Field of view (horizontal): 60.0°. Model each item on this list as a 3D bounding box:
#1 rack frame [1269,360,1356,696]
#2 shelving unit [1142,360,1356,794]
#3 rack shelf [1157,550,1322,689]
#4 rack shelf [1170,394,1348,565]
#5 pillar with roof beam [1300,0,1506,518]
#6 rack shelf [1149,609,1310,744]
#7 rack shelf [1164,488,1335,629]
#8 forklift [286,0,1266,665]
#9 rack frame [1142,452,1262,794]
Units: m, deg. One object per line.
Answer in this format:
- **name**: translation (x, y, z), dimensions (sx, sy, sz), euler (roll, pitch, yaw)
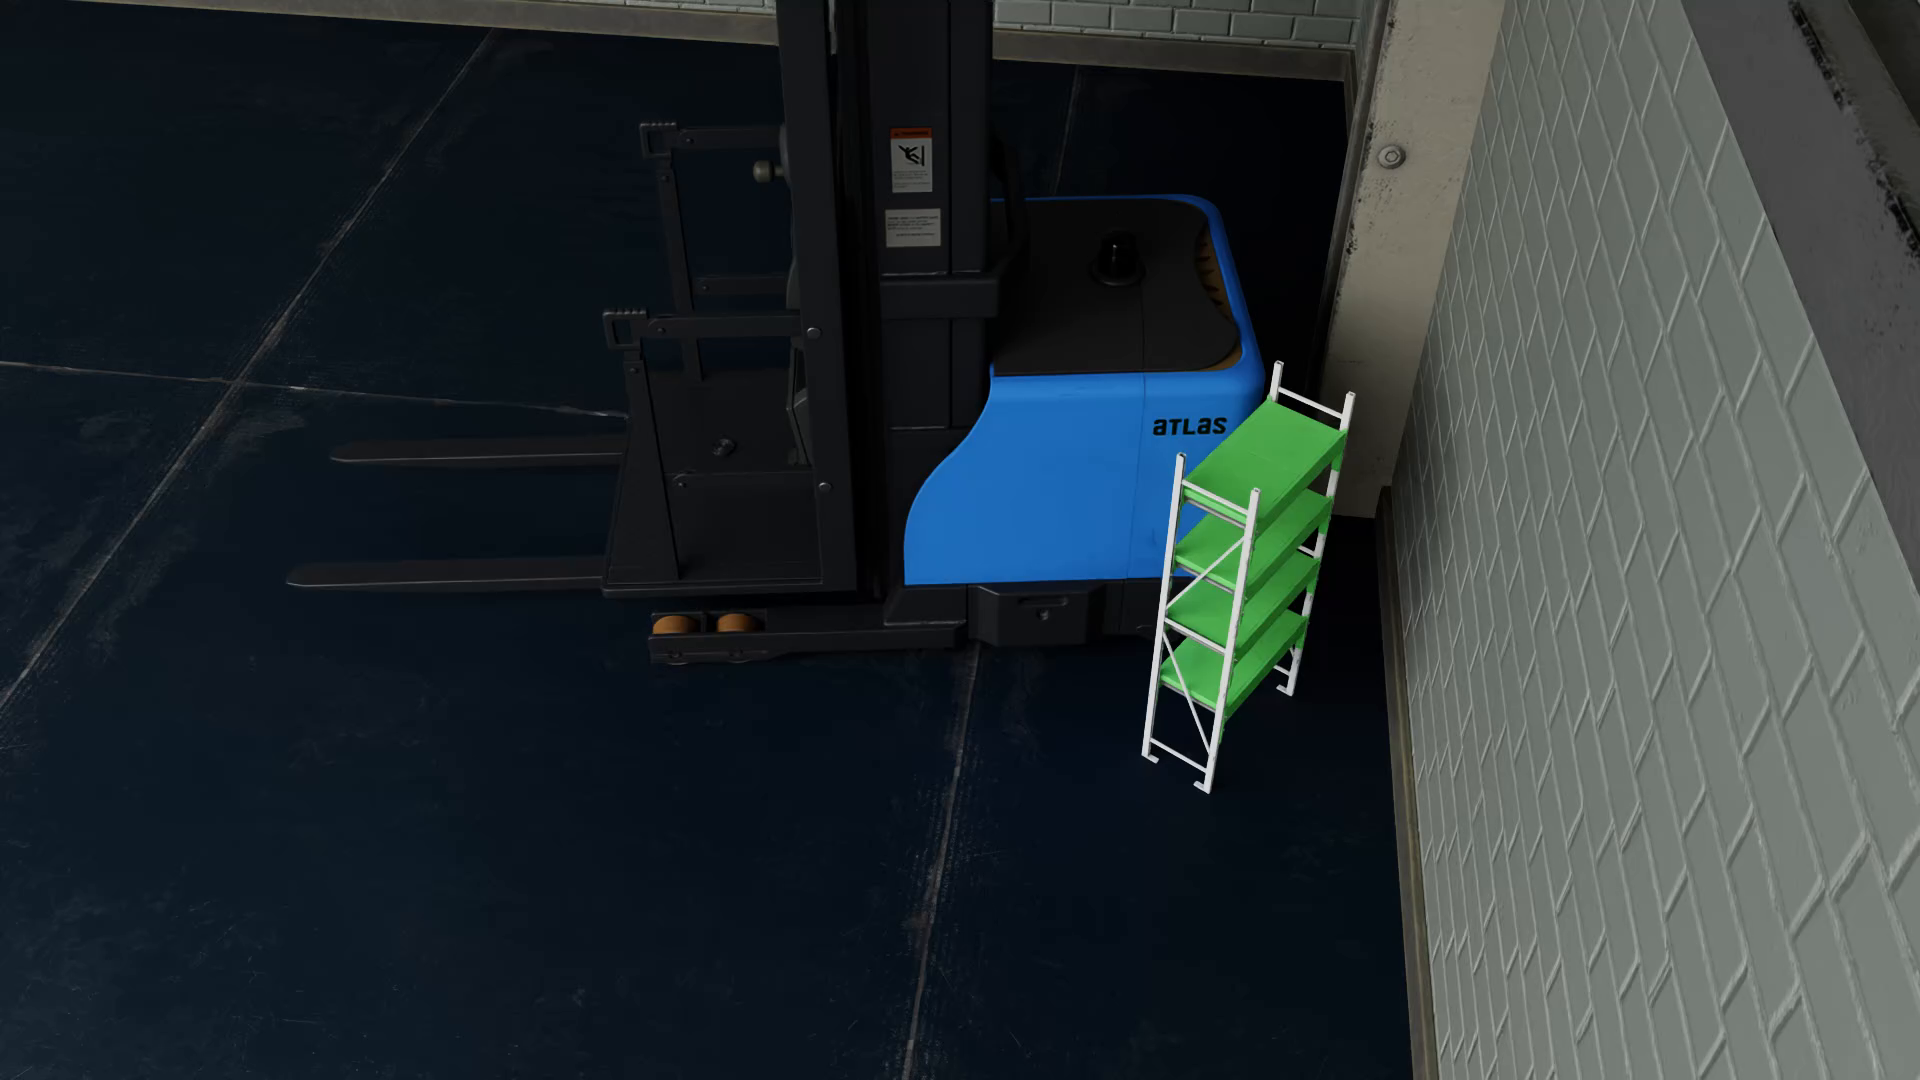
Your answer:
- **rack frame**: translation (0.953, 0.001, 4.876), dimensions (0.240, 1.200, 0.015), euler (28, 50, 27)
- **shelving unit**: translation (0.802, 0.133, 4.736), dimensions (0.258, 1.200, 0.503), euler (28, 50, 27)
- **rack shelf**: translation (0.802, 0.180, 4.780), dimensions (0.258, 0.148, 0.480), euler (28, 50, 27)
- **rack shelf**: translation (0.802, -0.169, 4.450), dimensions (0.258, 0.148, 0.480), euler (28, 50, 27)
- **pillar with roof beam**: translation (-2.903, -3.882, 3.305), dimensions (9.100, 9.000, 0.400), euler (5, 44, 6)
- **rack shelf**: translation (0.802, 0.354, 4.945), dimensions (0.258, 0.148, 0.480), euler (28, 50, 27)
- **rack shelf**: translation (0.802, 0.006, 4.615), dimensions (0.258, 0.148, 0.480), euler (28, 50, 27)
- **forklift**: translation (-0.645, -1.037, 4.713), dimensions (3.031, 2.935, 1.130), euler (-2, 43, -2)
- **rack frame**: translation (0.652, 0.265, 4.597), dimensions (0.240, 1.200, 0.015), euler (28, 50, 27)
